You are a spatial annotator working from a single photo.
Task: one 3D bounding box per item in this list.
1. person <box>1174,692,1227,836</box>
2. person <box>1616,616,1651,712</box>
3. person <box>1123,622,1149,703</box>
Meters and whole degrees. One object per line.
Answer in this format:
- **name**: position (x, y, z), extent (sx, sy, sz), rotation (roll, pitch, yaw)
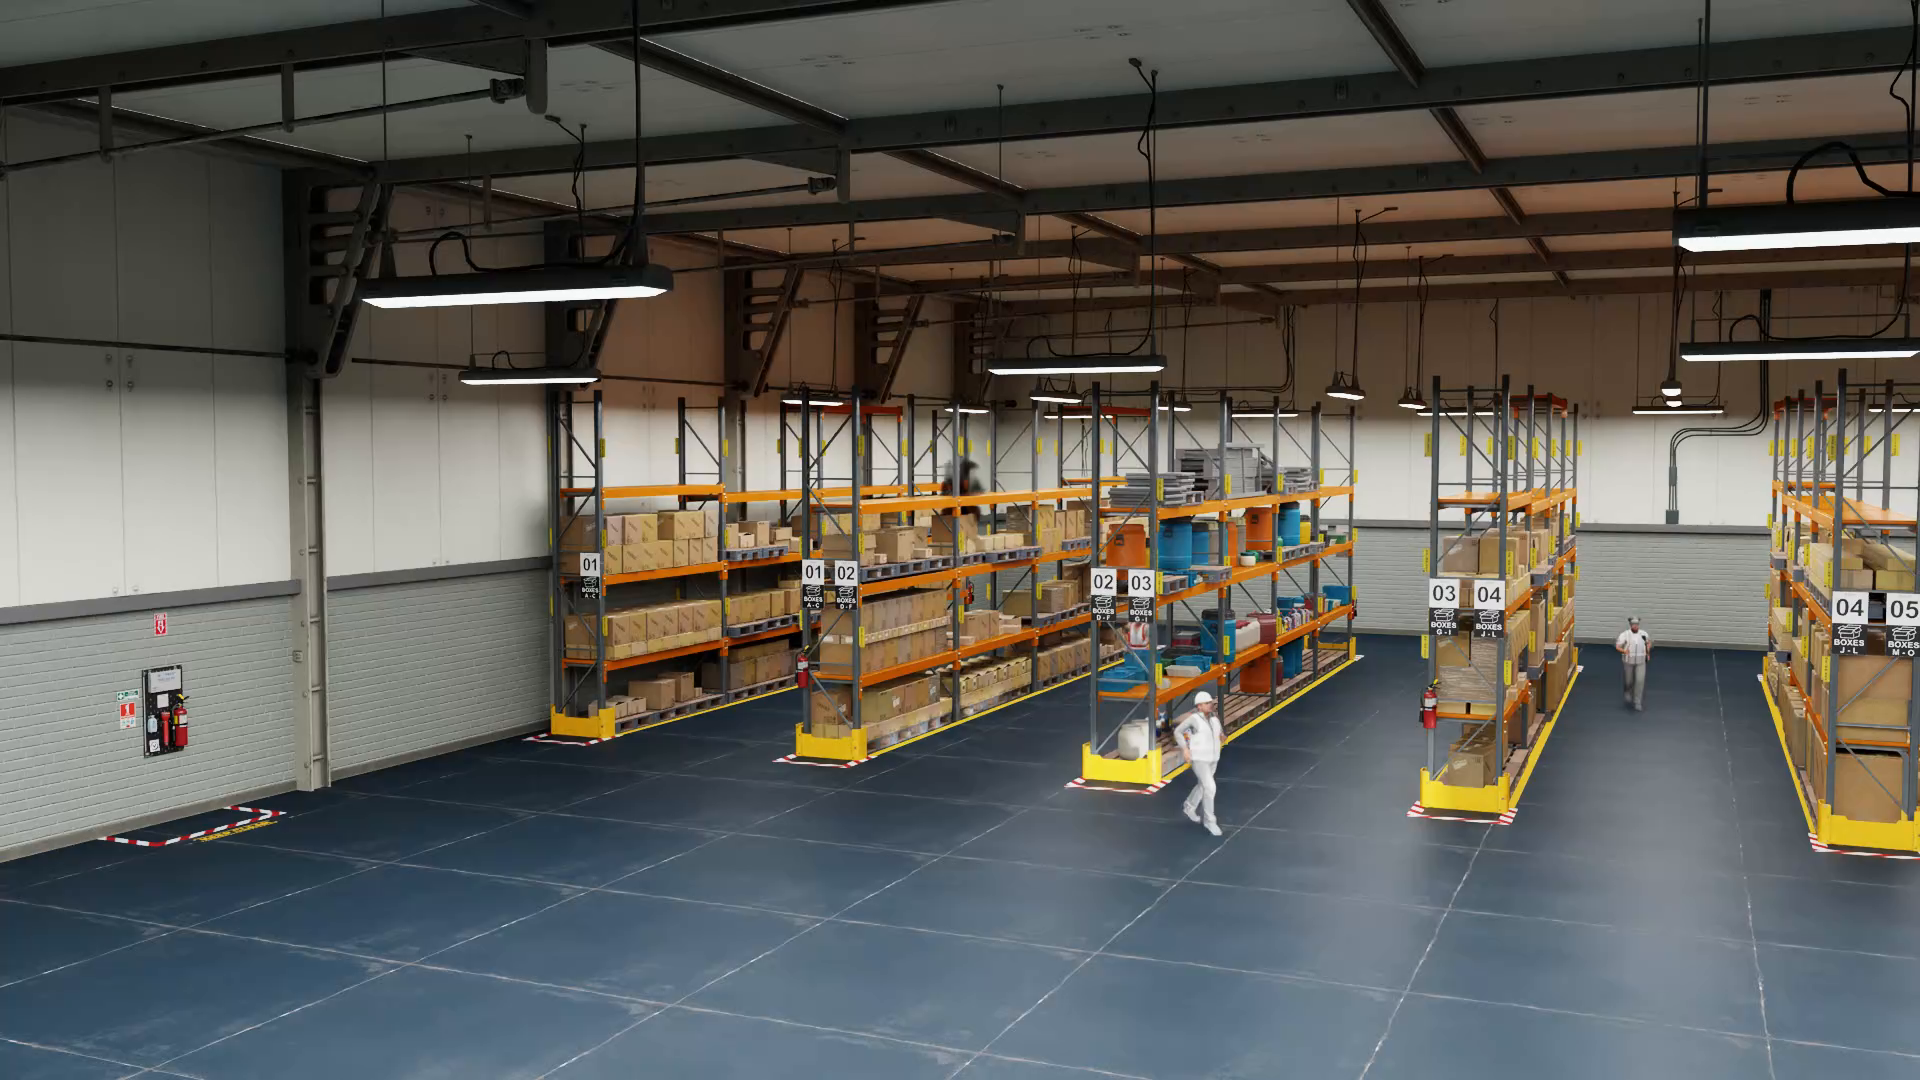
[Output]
- **person**: position (3.191, 2.901, 21.815), extent (0.634, 1.824, 0.824), rotation (-3, 4, -39)
- **person**: position (12.958, 2.346, 31.963), extent (0.664, 1.779, 0.954), rotation (1, 3, 13)
- **person**: position (3.548, 2.276, 33.140), extent (0.597, 1.805, 0.967), rotation (1, 3, 10)
